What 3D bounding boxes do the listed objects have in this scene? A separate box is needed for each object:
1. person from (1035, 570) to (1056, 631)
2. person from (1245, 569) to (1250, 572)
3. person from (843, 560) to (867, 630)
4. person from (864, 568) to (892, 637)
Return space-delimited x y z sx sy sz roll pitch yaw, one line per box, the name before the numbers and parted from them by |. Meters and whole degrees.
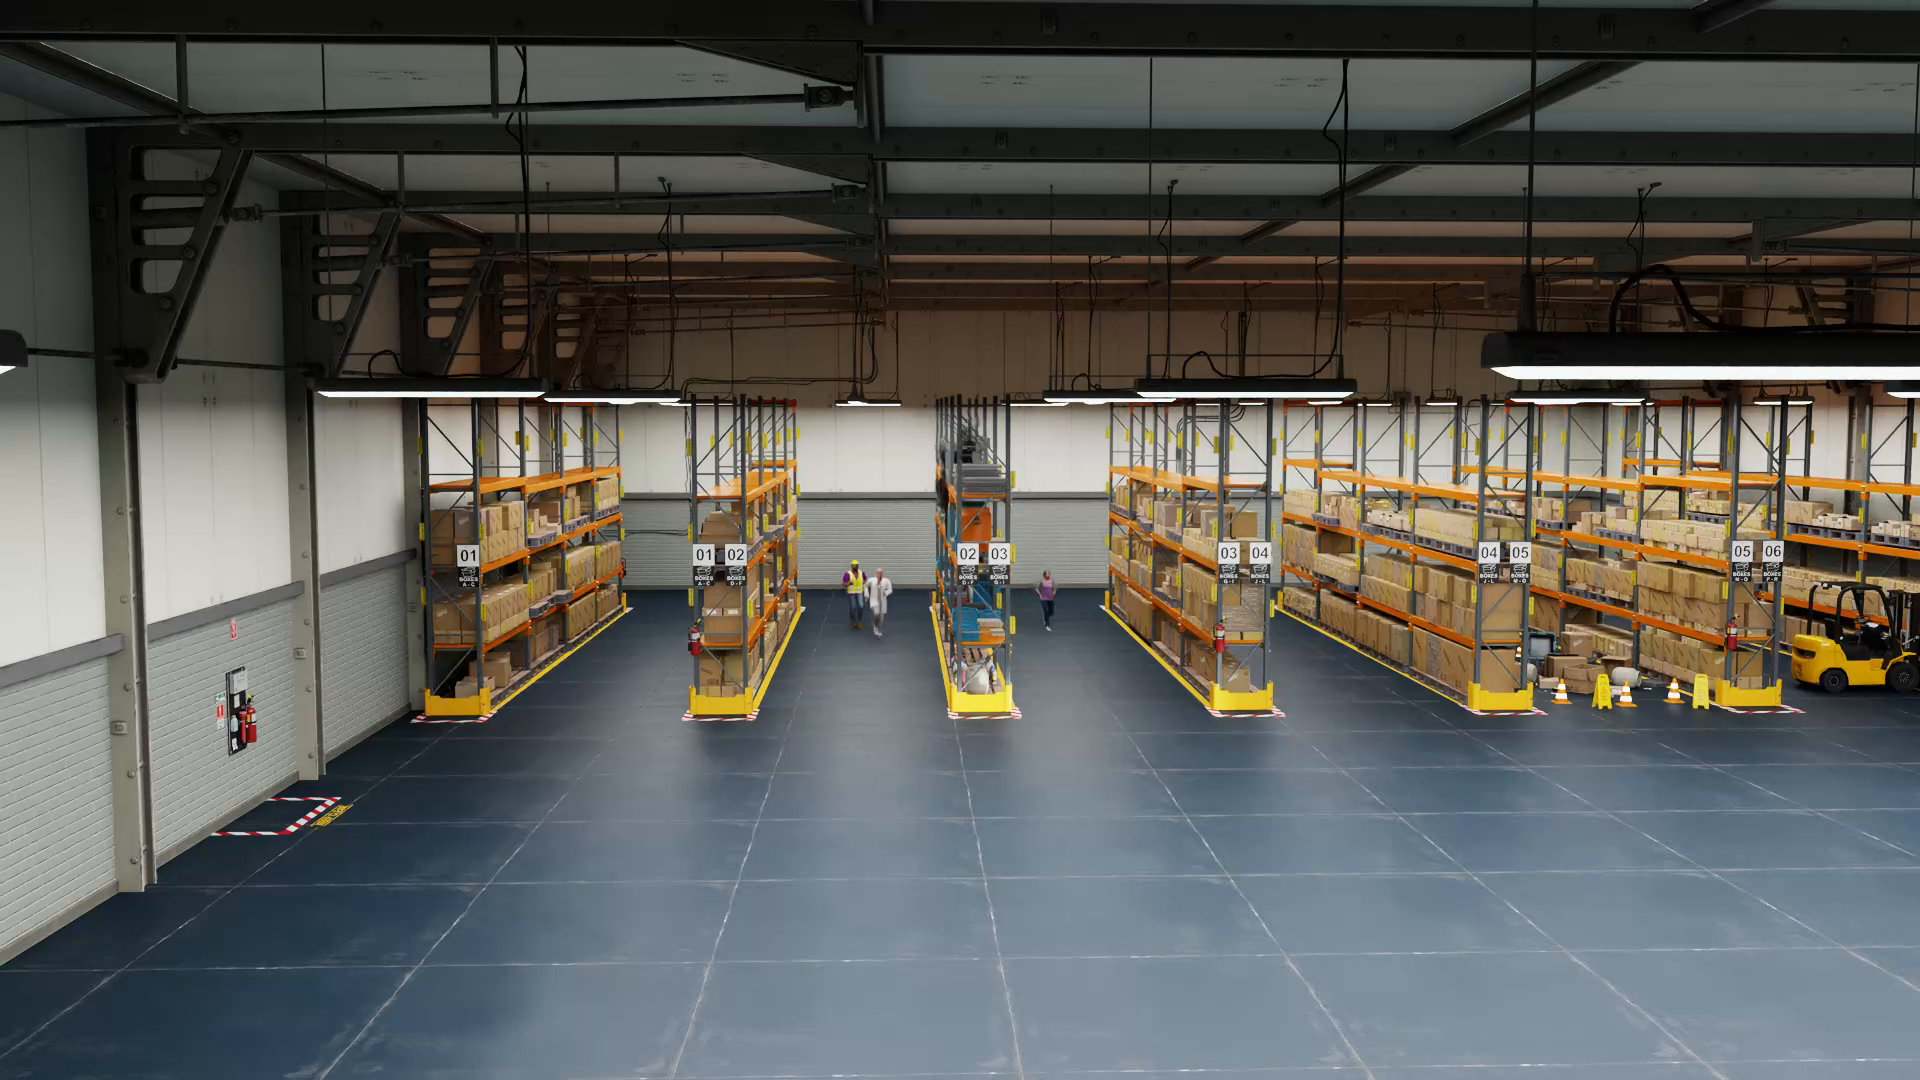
person | 2.230 1.554 43.105 0.542 1.553 0.684 -1 5 -14
person | 7.983 1.133 47.257 0.722 1.758 0.931 2 5 20
person | -2.724 1.433 43.388 0.676 1.815 0.710 -1 5 -12
person | -2.017 1.566 41.234 0.666 1.752 0.890 -1 5 -13
